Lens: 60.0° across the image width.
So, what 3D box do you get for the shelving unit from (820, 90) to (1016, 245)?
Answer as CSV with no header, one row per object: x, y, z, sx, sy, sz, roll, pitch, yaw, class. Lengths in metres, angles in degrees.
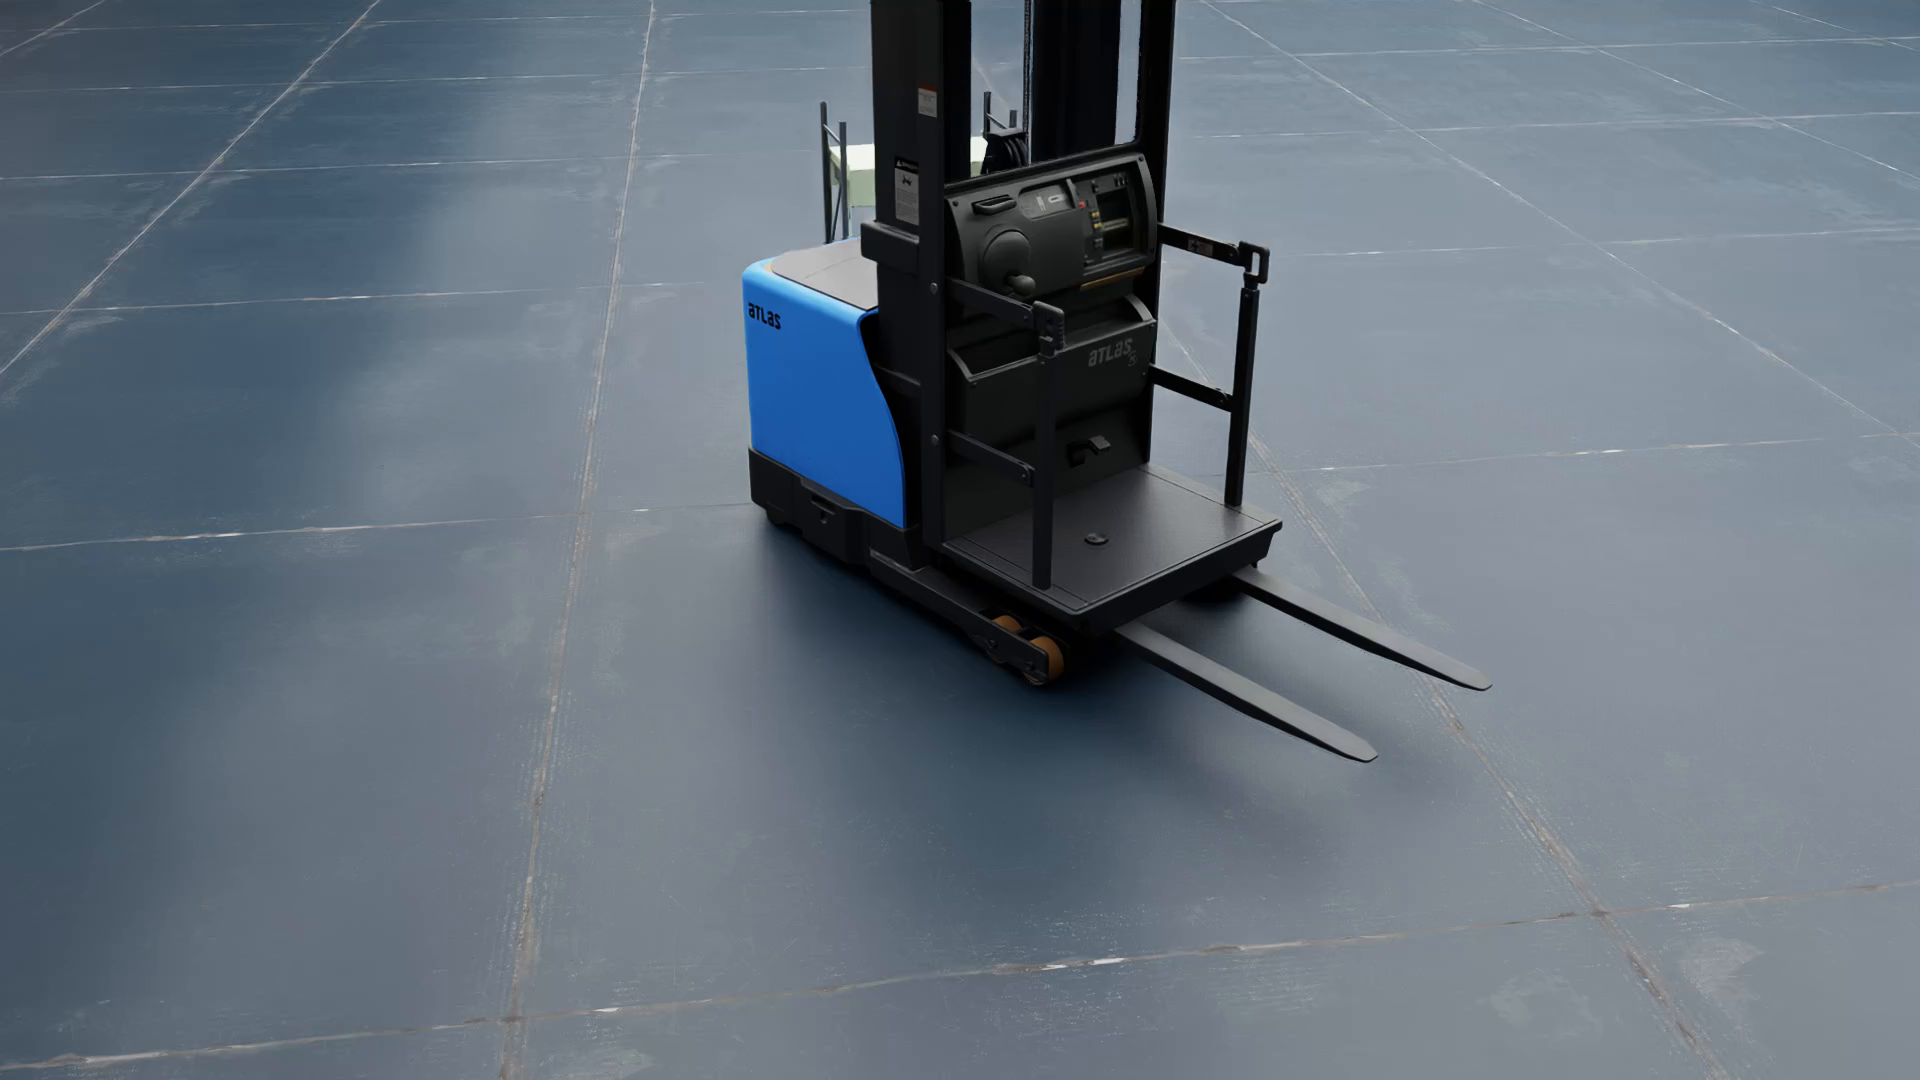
-0.183,-1.177,7.401,0.755,1.500,0.431,-8,28,-15,shelving unit

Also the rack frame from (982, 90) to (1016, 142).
0.167,-1.225,7.495,0.023,1.500,0.400,-8,28,-15,rack frame

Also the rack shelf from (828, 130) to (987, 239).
-0.183,-1.524,7.223,0.720,0.370,0.431,-8,28,-15,rack shelf

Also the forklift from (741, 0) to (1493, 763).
0.474,-1.063,5.611,1.130,2.935,3.031,-22,34,-36,forklift

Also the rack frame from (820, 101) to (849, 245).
-0.534,-1.129,7.308,0.023,1.500,0.400,-8,28,-15,rack frame
